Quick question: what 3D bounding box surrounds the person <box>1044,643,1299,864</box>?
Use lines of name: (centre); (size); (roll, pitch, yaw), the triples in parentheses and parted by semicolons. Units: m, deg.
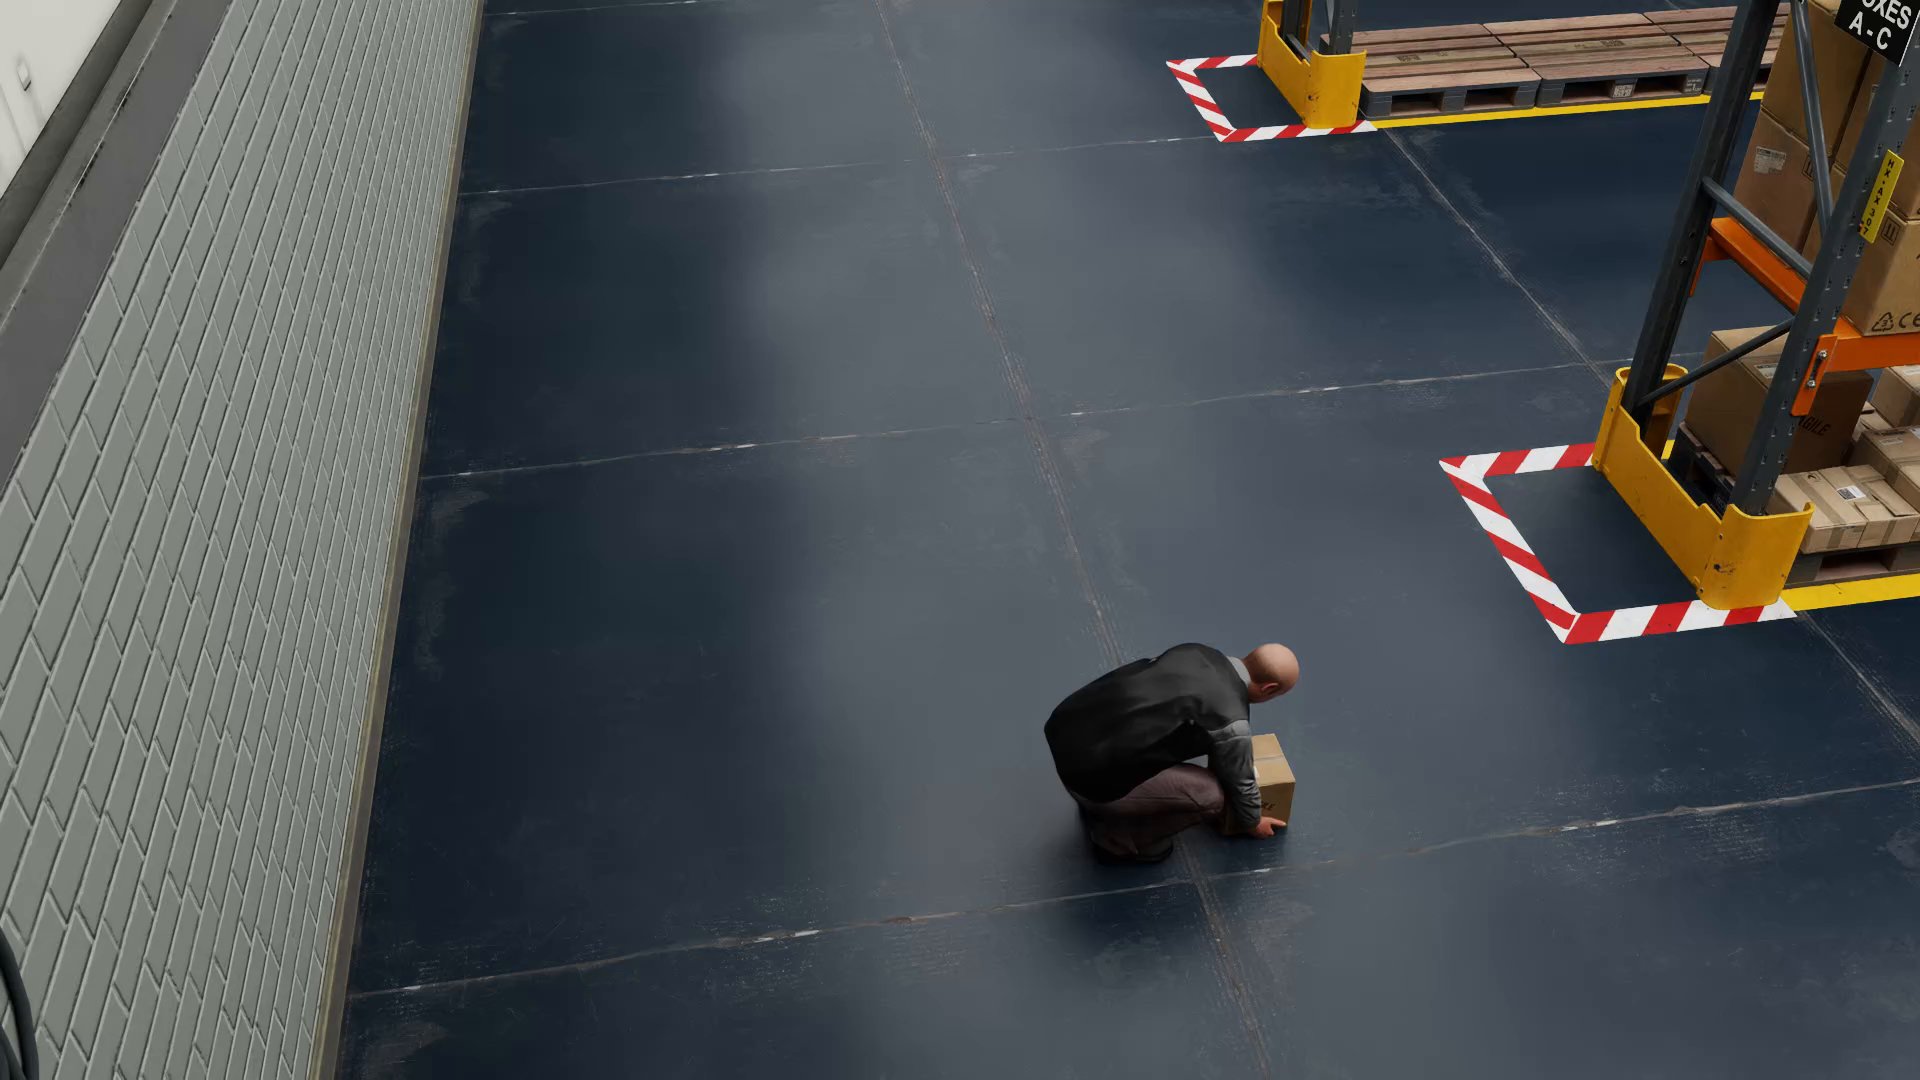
person: (0.767, 0.777, 6.037); (0.916, 0.826, 0.520); (-7, 39, -9)
